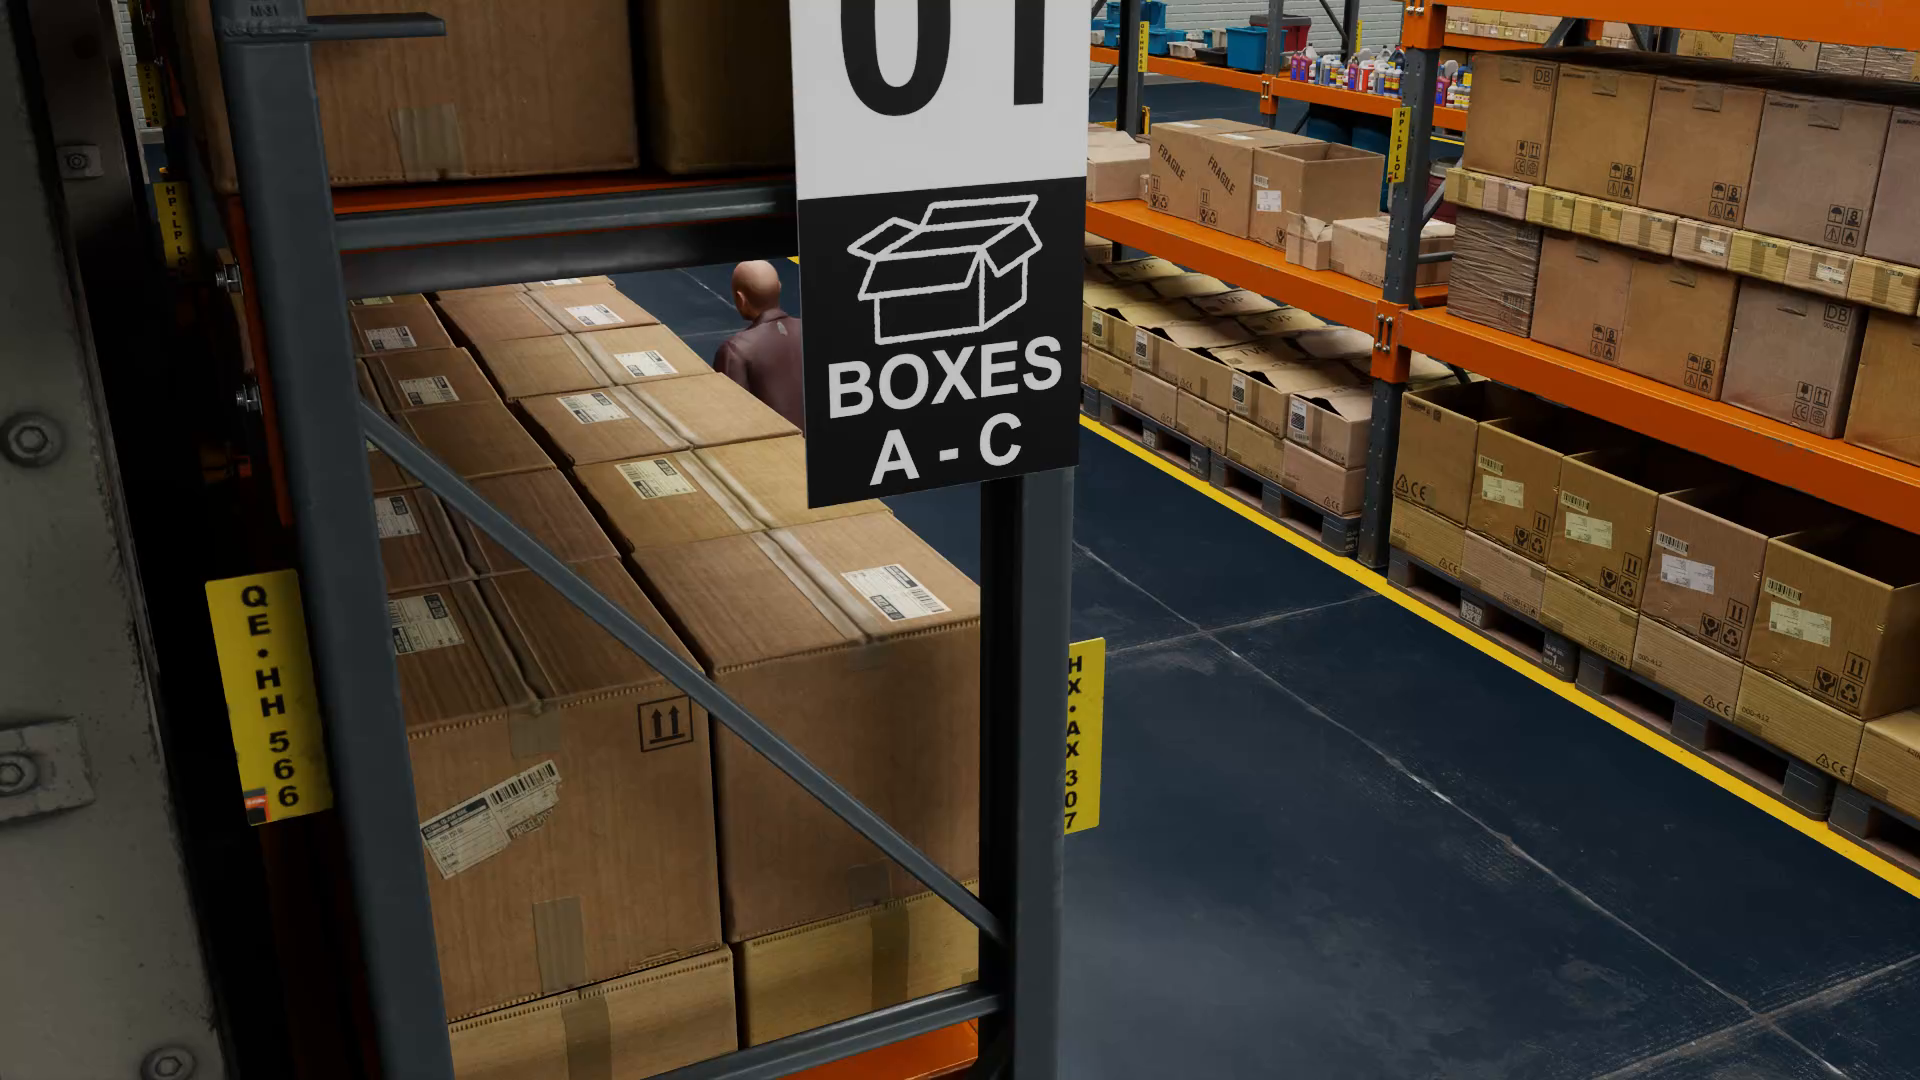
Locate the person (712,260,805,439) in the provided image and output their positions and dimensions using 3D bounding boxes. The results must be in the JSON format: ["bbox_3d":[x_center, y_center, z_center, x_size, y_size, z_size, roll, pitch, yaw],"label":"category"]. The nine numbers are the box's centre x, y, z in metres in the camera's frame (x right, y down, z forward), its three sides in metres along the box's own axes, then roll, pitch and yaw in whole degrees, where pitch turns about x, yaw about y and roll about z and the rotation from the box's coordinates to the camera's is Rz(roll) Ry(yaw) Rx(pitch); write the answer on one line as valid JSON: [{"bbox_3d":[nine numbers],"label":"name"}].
[{"bbox_3d":[-0.739,-0.260,6.757,0.643,1.774,0.416,-18,28,-38],"label":"person"}]
